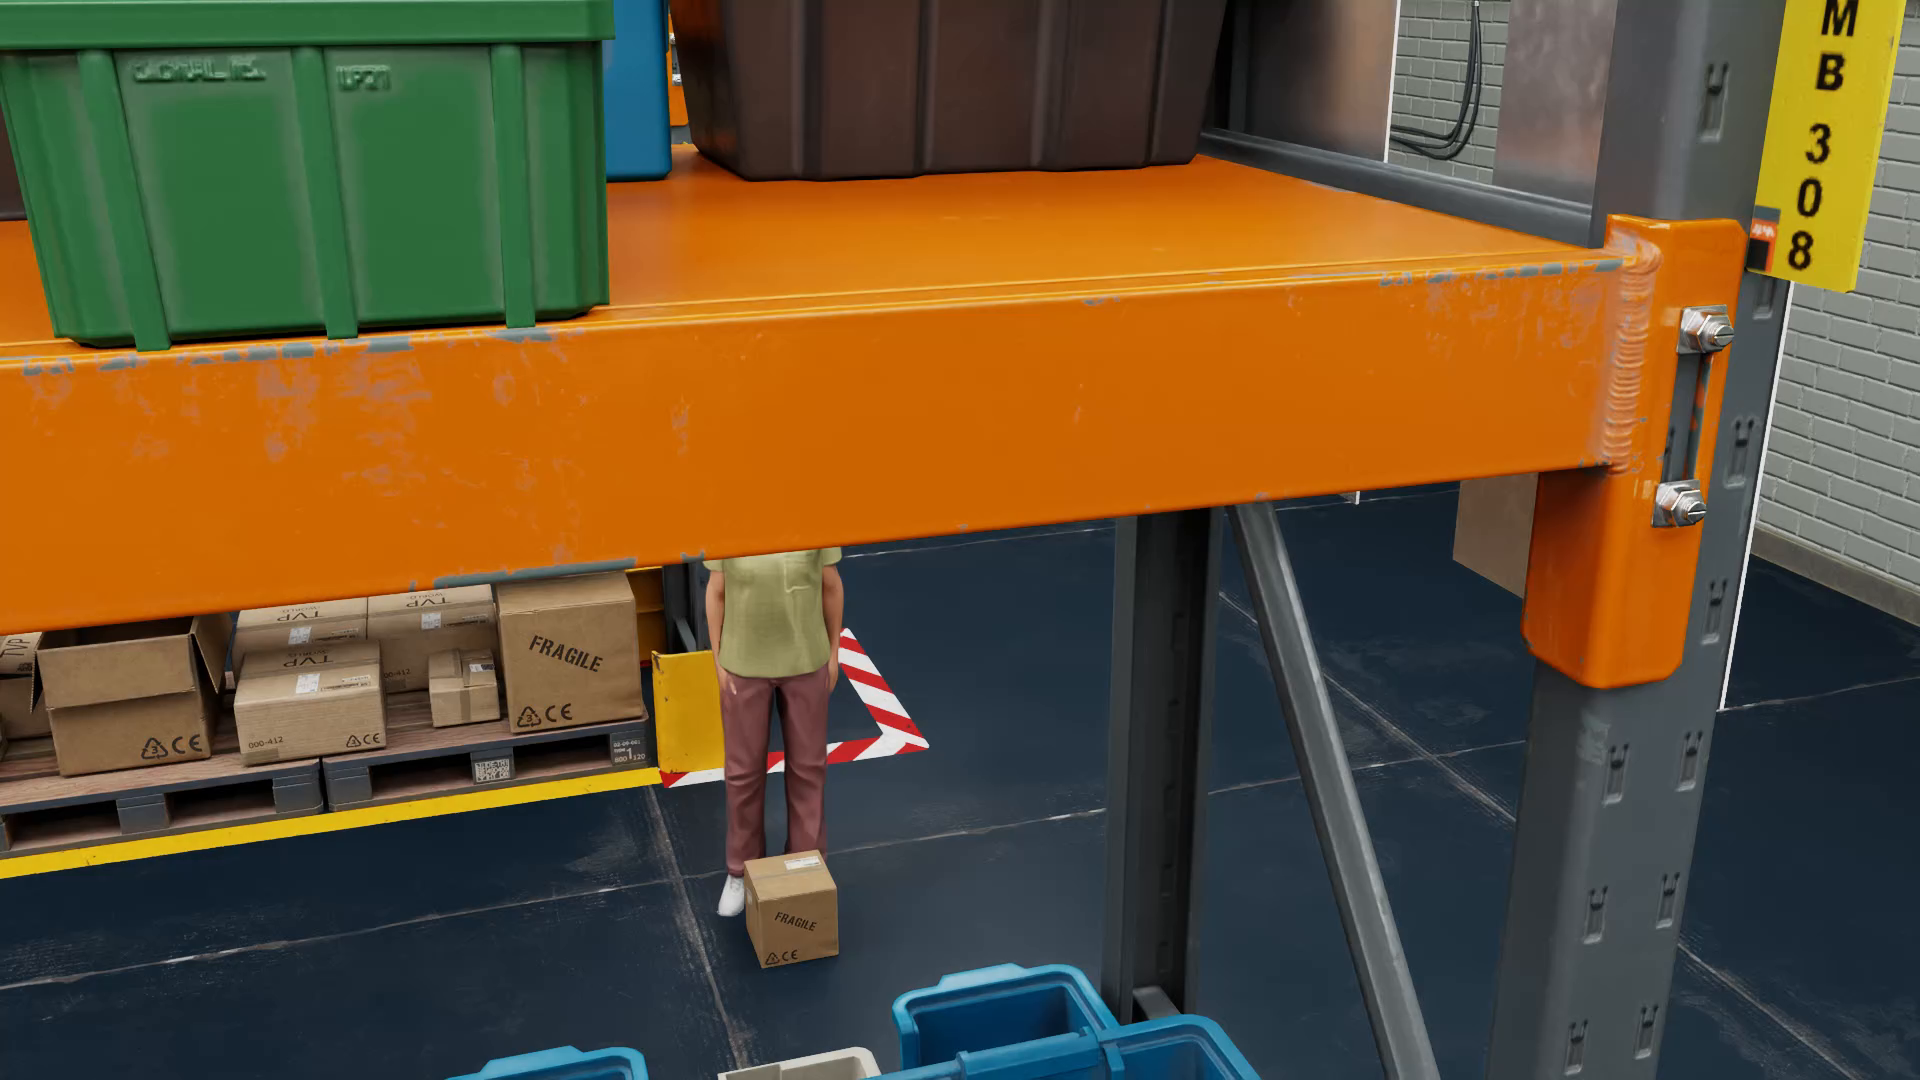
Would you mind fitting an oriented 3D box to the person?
[{"bbox_3d":[-0.596,0.413,5.416,0.450,1.689,0.362,-3,20,-9],"label":"person"}]
